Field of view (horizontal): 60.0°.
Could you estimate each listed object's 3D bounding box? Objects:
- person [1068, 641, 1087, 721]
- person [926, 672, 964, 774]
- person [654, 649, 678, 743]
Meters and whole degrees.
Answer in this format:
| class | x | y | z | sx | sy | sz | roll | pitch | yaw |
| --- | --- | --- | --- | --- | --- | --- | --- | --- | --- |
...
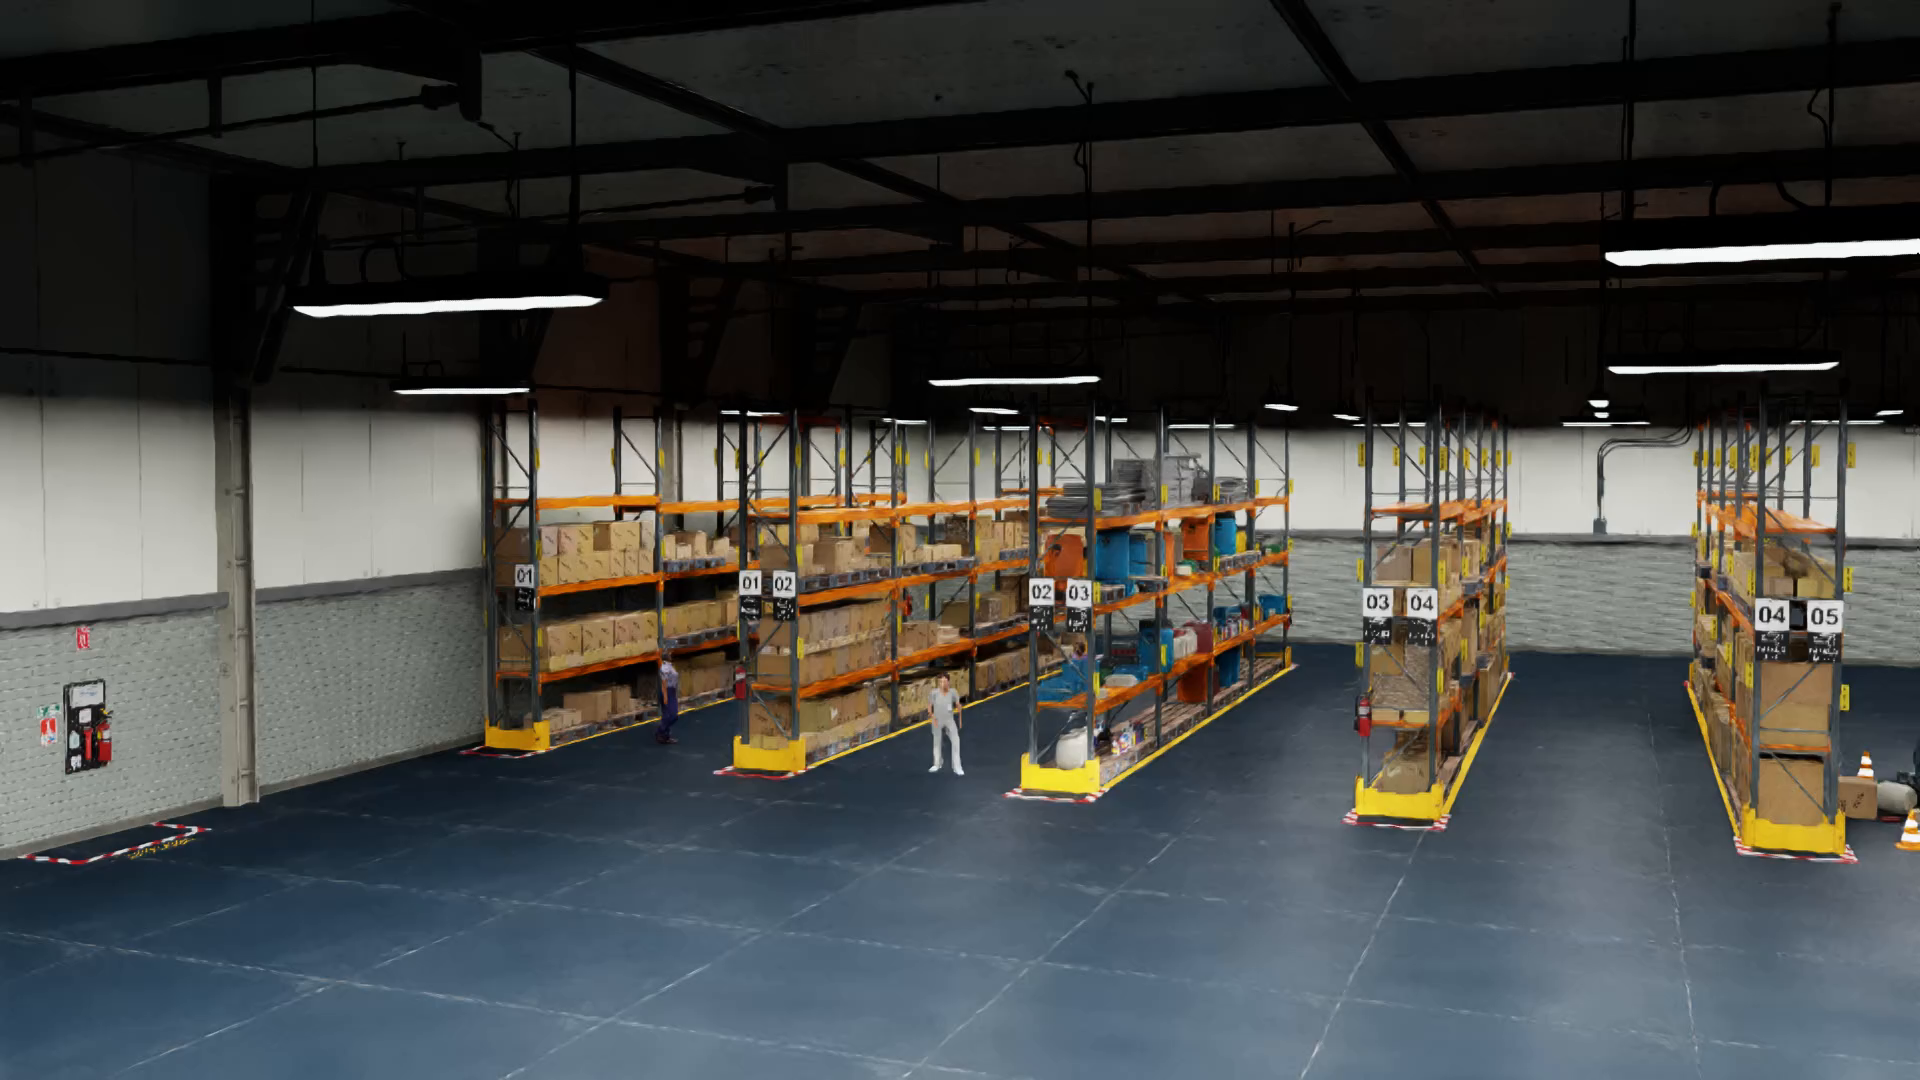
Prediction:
| class | x | y | z | sx | sy | sz | roll | pitch | yaw |
| --- | --- | --- | --- | --- | --- | --- | --- | --- | --- |
| person | 2.300 | 2.678 | 31.639 | 0.566 | 1.541 | 0.512 | 1 | 3 | 19 |
| person | -0.229 | 2.892 | 26.325 | 0.601 | 1.616 | 0.770 | 0 | 3 | 1 |
| person | -5.158 | 2.742 | 29.176 | 0.437 | 1.645 | 0.539 | 0 | 3 | -8 |
